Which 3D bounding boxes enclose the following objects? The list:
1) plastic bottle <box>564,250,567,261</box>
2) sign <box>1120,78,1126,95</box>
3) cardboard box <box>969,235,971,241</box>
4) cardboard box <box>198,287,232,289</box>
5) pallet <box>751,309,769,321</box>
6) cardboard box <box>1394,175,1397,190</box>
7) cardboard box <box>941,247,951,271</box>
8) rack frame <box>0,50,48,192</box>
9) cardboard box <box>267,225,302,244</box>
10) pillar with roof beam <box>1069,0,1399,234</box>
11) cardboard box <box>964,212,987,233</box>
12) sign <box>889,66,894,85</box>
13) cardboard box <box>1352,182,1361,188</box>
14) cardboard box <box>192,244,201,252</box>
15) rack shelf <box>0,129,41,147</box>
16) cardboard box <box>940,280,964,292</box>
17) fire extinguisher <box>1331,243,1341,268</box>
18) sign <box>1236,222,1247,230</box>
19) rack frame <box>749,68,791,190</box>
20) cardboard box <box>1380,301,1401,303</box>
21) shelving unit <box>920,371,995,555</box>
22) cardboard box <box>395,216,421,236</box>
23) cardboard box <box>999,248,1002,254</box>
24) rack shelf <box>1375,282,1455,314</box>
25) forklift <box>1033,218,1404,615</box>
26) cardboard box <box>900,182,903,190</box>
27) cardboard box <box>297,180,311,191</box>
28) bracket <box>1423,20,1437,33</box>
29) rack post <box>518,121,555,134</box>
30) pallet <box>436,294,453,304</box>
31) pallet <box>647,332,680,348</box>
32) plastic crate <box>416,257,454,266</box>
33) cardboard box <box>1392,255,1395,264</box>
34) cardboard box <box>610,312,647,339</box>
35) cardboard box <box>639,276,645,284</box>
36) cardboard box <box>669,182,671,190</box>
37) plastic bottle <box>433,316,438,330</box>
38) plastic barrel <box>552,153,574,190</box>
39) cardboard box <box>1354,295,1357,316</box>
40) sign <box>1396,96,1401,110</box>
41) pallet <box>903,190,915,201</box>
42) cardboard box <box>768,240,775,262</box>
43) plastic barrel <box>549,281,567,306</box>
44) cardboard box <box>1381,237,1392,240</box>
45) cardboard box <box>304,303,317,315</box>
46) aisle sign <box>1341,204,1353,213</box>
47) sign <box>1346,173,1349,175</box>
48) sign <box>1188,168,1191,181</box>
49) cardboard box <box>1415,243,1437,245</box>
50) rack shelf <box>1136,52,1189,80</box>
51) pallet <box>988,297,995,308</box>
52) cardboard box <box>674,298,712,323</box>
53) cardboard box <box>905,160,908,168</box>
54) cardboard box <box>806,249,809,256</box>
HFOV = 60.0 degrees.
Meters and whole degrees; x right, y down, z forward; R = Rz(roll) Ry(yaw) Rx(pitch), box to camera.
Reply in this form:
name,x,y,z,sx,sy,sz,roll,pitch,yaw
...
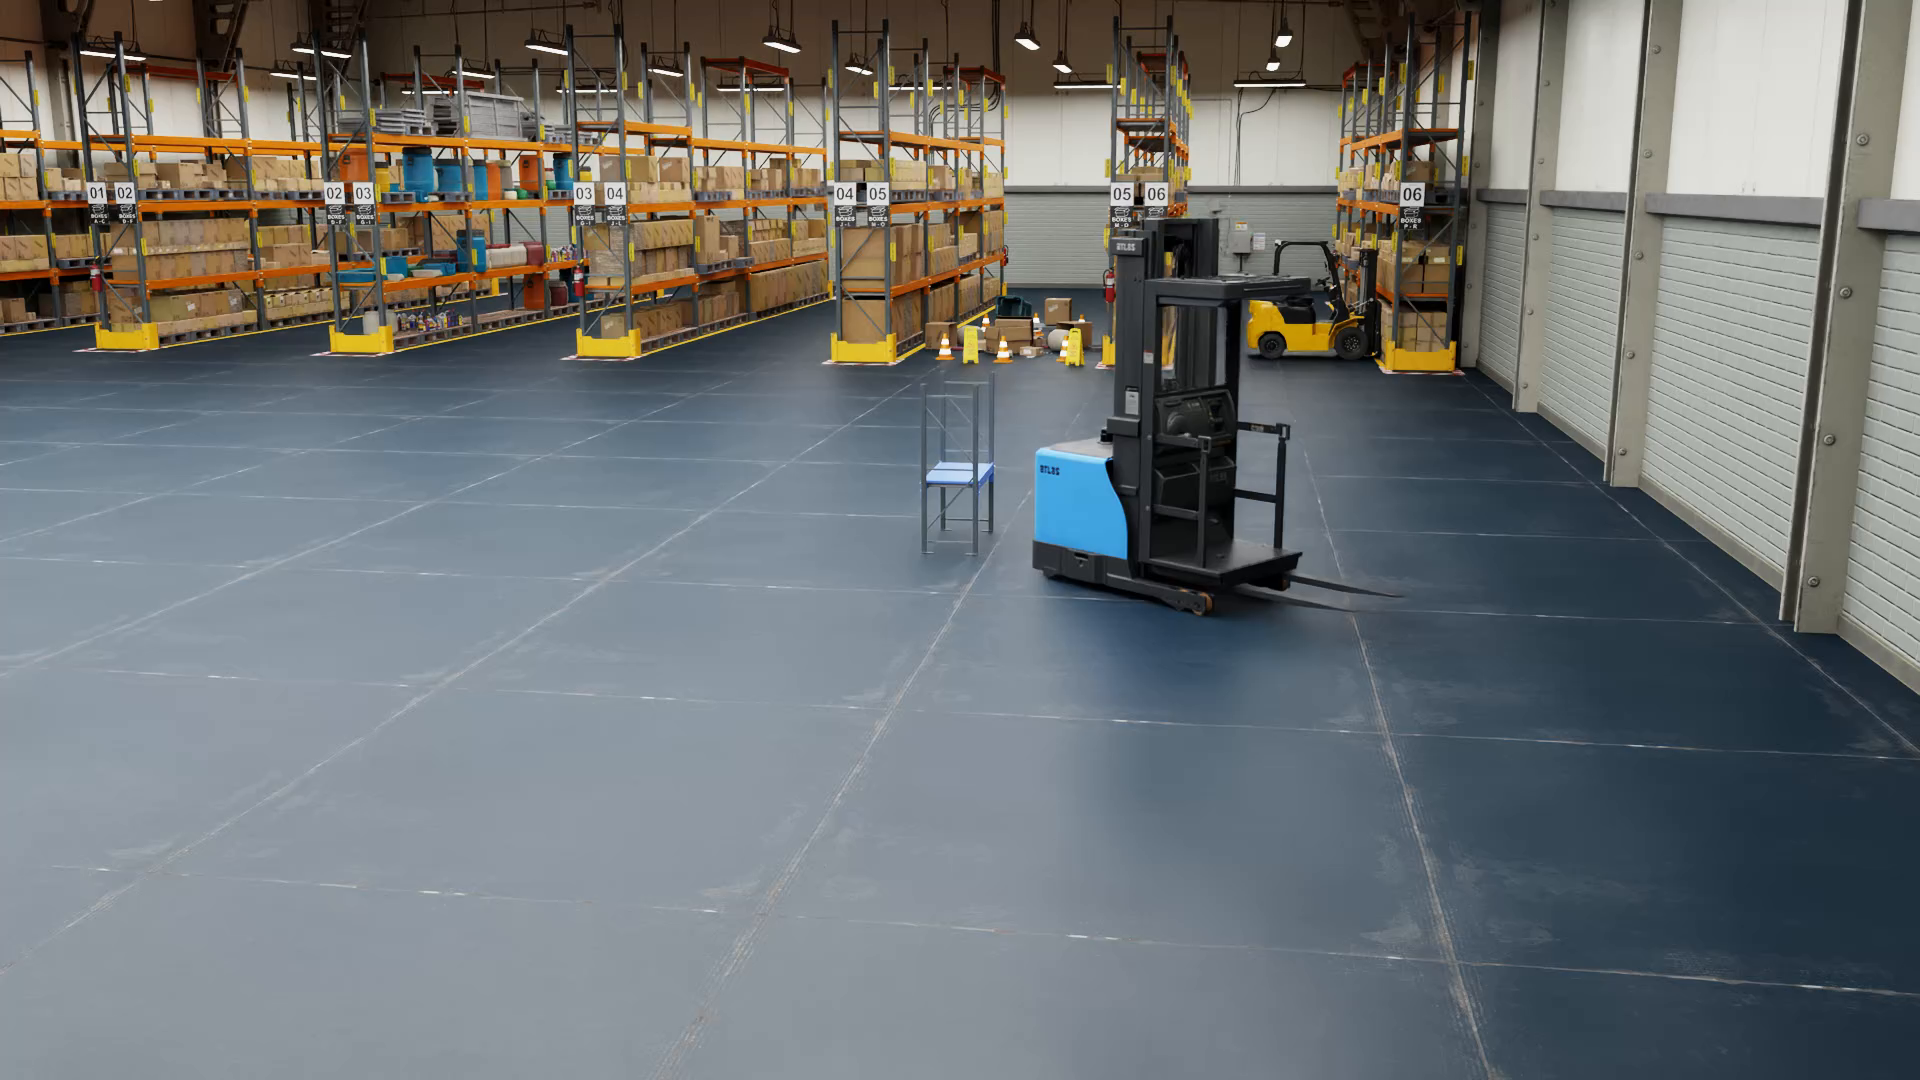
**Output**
name,x,y,z,sx,sy,sz,roll,pitch,yaw
plastic bottle,-9.734,-7.001,40.923,0.097,0.271,0.097,0,12,0
sign,3.215,-8.938,32.772,0.100,0.325,0.005,2,12,9
cardboard box,0.056,-7.327,40.318,0.380,0.149,0.250,1,12,7
cardboard box,-16.196,-5.239,36.190,0.500,0.500,0.500,2,12,9
pallet,-5.217,-5.407,39.839,1.003,0.211,1.213,2,12,9
cardboard box,7.921,-6.352,29.569,0.396,0.266,0.258,2,12,9
cardboard box,-0.486,-6.165,36.501,0.500,0.500,0.500,2,12,8
rack frame,-20.711,-9.190,36.533,1.000,3.000,0.127,2,12,9
cardboard box,-19.161,-8.485,46.791,0.980,0.700,0.700,1,12,6
pillar with roof beam,7.567,-11.397,46.774,9.100,9.000,0.548,2,12,9
cardboard box,0.398,-8.029,42.067,0.500,0.500,0.500,2,12,10
sign,-1.210,-8.209,29.387,0.100,0.325,0.005,2,12,9
cardboard box,9.250,-8.188,38.364,0.380,0.149,0.250,2,12,10
cardboard box,-15.921,-6.026,34.313,0.380,0.149,0.250,2,12,9
rack shelf,-21.019,-8.420,34.677,1.077,0.370,4.000,2,12,9
cardboard box,-0.182,-5.912,38.721,0.500,0.250,0.500,1,12,6
fire extinguisher,10.081,-7.618,44.549,0.296,0.674,0.183,2,12,9
sign,8.484,-9.478,50.147,0.339,0.242,0.001,2,12,9
rack frame,-4.797,-10.374,42.026,1.000,3.000,0.127,2,12,9
cardboard box,8.196,-4.448,31.926,0.500,0.250,0.500,2,12,9
shelving unit,-0.013,-0.715,15.010,0.538,1.500,1.048,2,12,9
cardboard box,-14.763,-8.414,44.563,0.500,0.500,0.500,2,12,9
cardboard box,0.932,-7.892,45.348,0.380,0.149,0.250,2,12,9
rack shelf,8.362,-4.527,30.842,1.077,0.370,4.000,2,12,9
forklift,1.994,-0.985,12.864,1.130,2.935,3.031,-12,17,-43
cardboard box,-1.272,-6.578,30.896,0.380,0.149,0.250,2,12,9
cardboard box,-15.377,-8.204,38.437,0.500,0.250,0.500,2,12,8
bracket,9.560,-10.444,33.809,0.235,0.232,0.430,2,12,9
rack post,-10.236,-9.817,39.621,0.954,0.300,0.937,2,12,9
pallet,-14.479,-6.543,45.108,1.003,0.211,1.213,2,12,9
pallet,-6.281,-4.017,33.389,1.003,0.211,1.213,2,12,9
plastic crate,-11.128,-5.801,35.196,0.767,0.338,0.504,2,12,9
cardboard box,7.841,-4.963,29.384,0.380,0.149,0.250,2,12,10
cardboard box,-6.472,-4.182,32.470,0.500,0.500,0.500,5,13,23
cardboard box,-6.253,-4.975,31.811,0.380,0.149,0.250,2,12,9
cardboard box,-6.006,-7.069,33.223,0.380,0.149,0.250,2,12,11
plastic bottle,-10.851,-4.487,34.381,0.097,0.271,0.097,0,12,0
plastic barrel,-9.803,-9.158,41.318,0.600,0.901,0.708,2,12,9
cardboard box,9.225,-5.310,37.704,0.500,0.500,0.500,2,12,8
sign,10.449,-10.410,39.601,0.100,0.325,0.005,2,12,9
pallet,-1.469,-6.594,31.817,1.003,0.211,1.213,2,12,9
cardboard box,-4.838,-7.068,40.689,0.500,0.500,0.500,2,12,9
plastic barrel,-10.075,-6.133,41.315,0.600,0.588,0.708,2,12,9
cardboard box,9.518,-6.484,36.981,0.500,0.500,0.500,2,12,11
cardboard box,-15.273,-5.355,38.507,0.500,0.250,0.500,2,12,10
aisle sign,10.235,-9.087,44.126,0.394,0.787,0.004,2,12,9
sign,9.362,-8.695,40.130,0.100,0.325,0.005,2,12,9
sign,6.144,-9.793,44.536,0.100,0.325,0.005,2,12,9
cardboard box,8.620,-5.413,30.762,0.380,0.149,0.250,2,12,10
rack shelf,4.687,-10.909,38.330,1.077,0.370,4.000,2,12,9
pallet,0.342,-6.292,43.945,1.003,0.211,1.213,2,12,9
cardboard box,-5.820,-4.995,36.196,0.700,0.500,0.500,2,12,8
cardboard box,-1.195,-7.073,31.298,0.380,0.149,0.250,2,12,8
cardboard box,-4.224,-7.639,44.173,0.380,0.149,0.250,2,12,9
